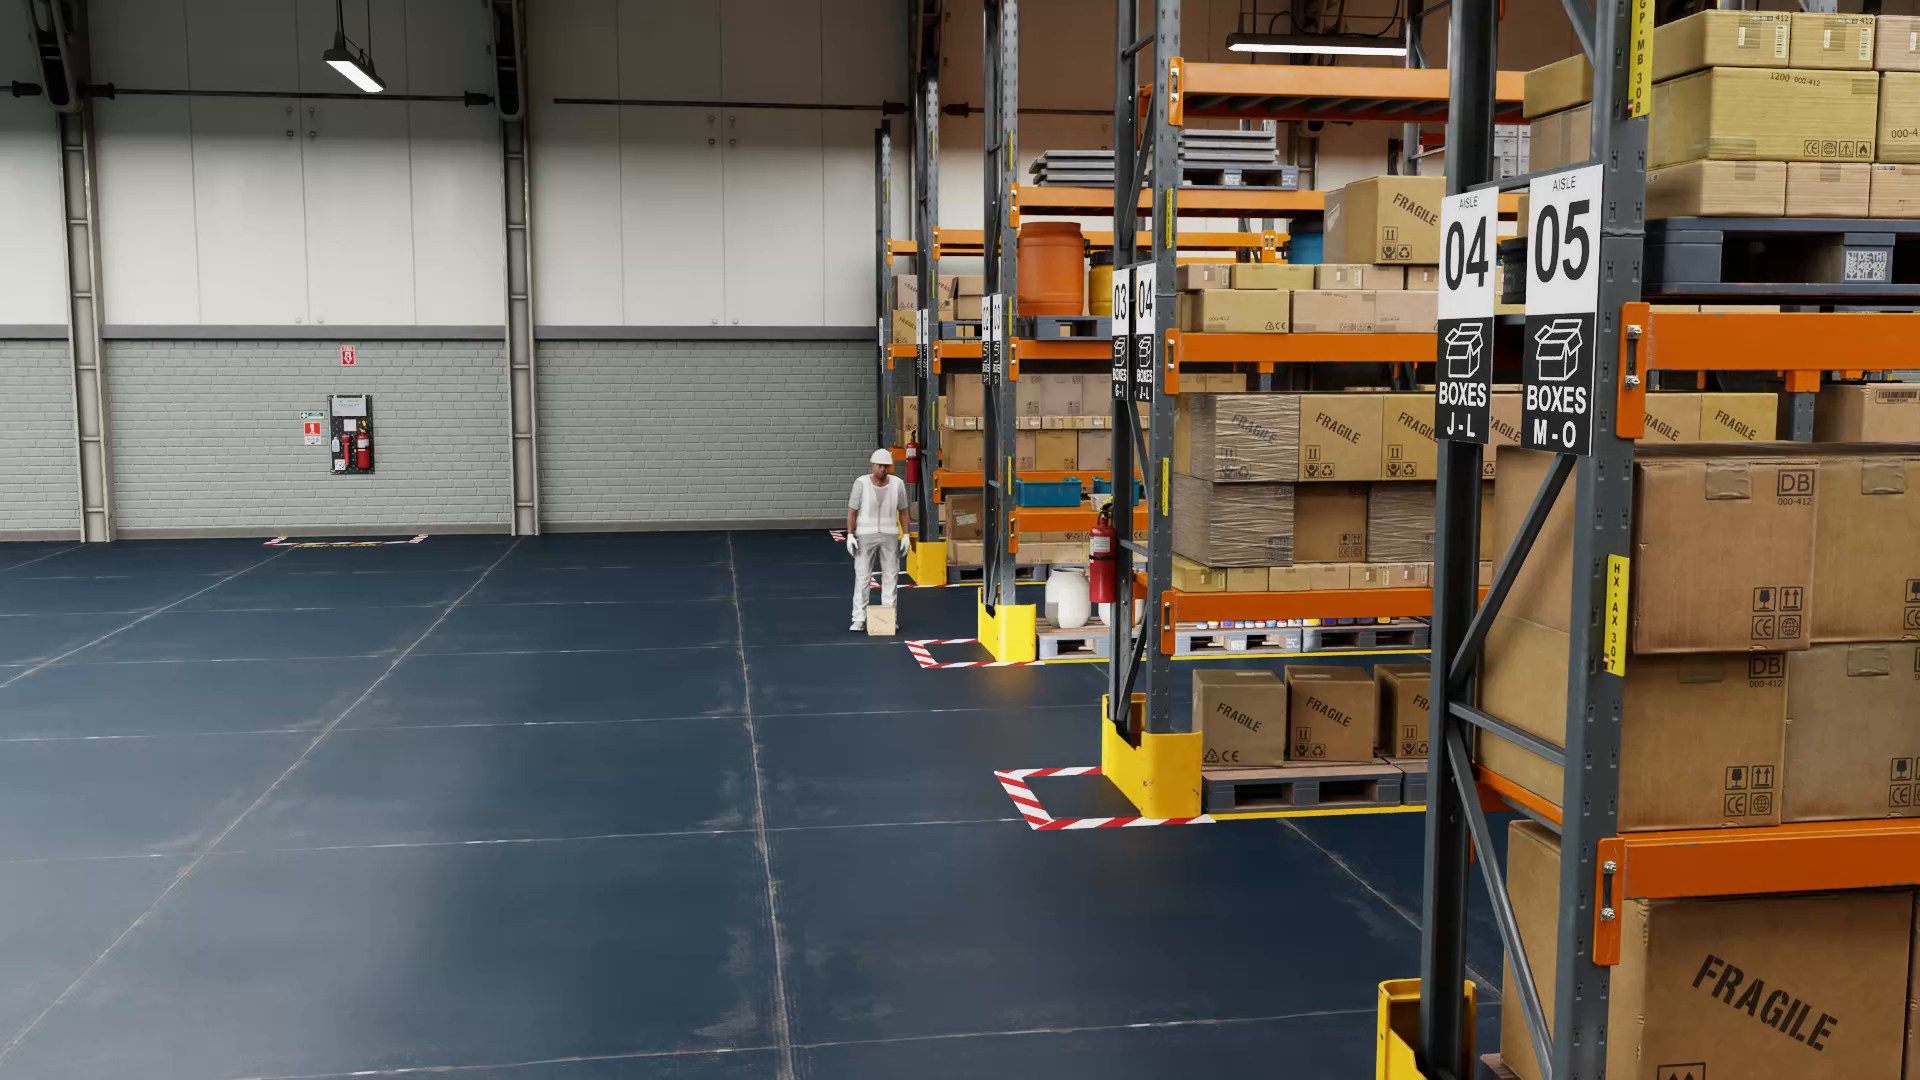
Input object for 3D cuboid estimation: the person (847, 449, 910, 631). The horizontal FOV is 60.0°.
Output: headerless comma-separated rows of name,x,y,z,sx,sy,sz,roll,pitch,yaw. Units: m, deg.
person,-0.795,-0.006,16.220,0.622,1.773,0.450,-1,6,-10
